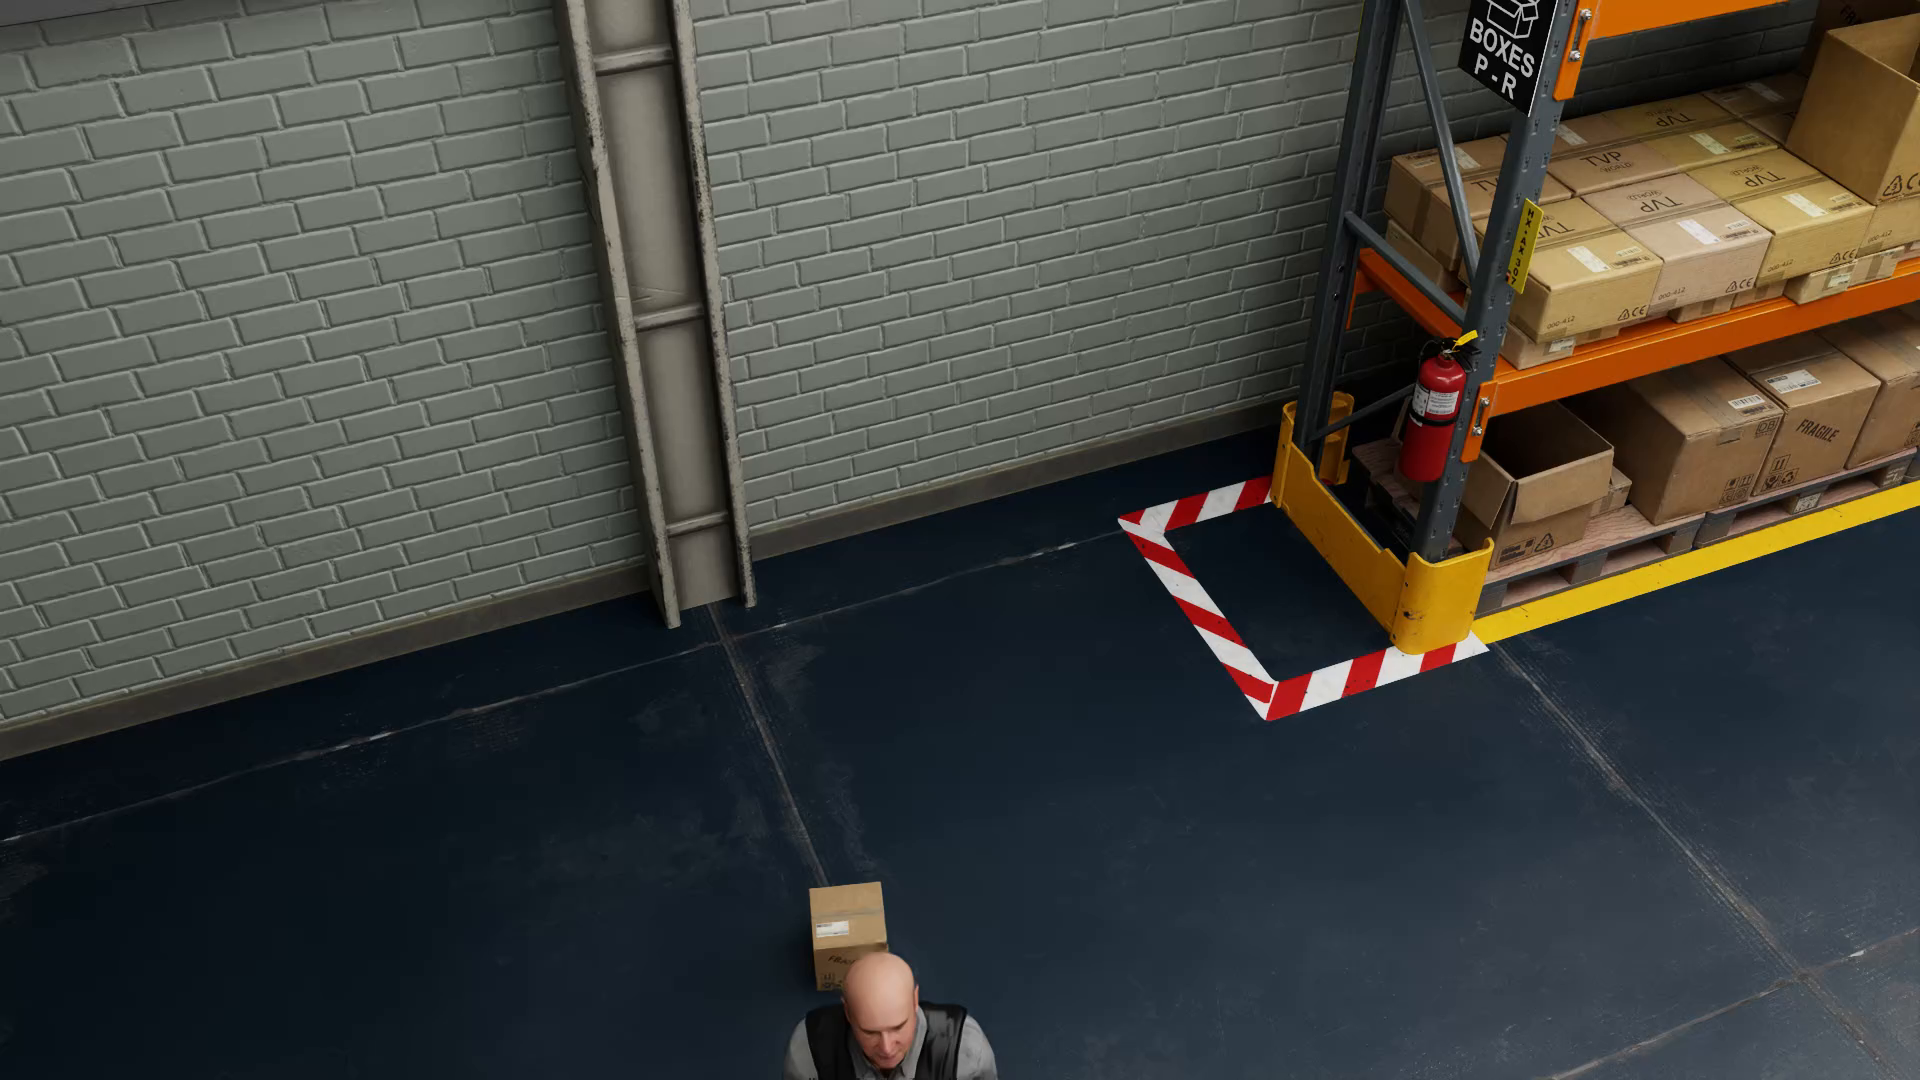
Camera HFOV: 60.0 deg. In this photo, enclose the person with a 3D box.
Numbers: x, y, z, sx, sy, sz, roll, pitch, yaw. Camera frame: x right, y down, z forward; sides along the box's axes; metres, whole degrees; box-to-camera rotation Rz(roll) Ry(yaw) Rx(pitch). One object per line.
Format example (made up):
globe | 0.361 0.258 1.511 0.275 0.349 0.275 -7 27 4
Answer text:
person | -0.170 1.664 4.272 0.546 1.733 0.437 1 41 2
